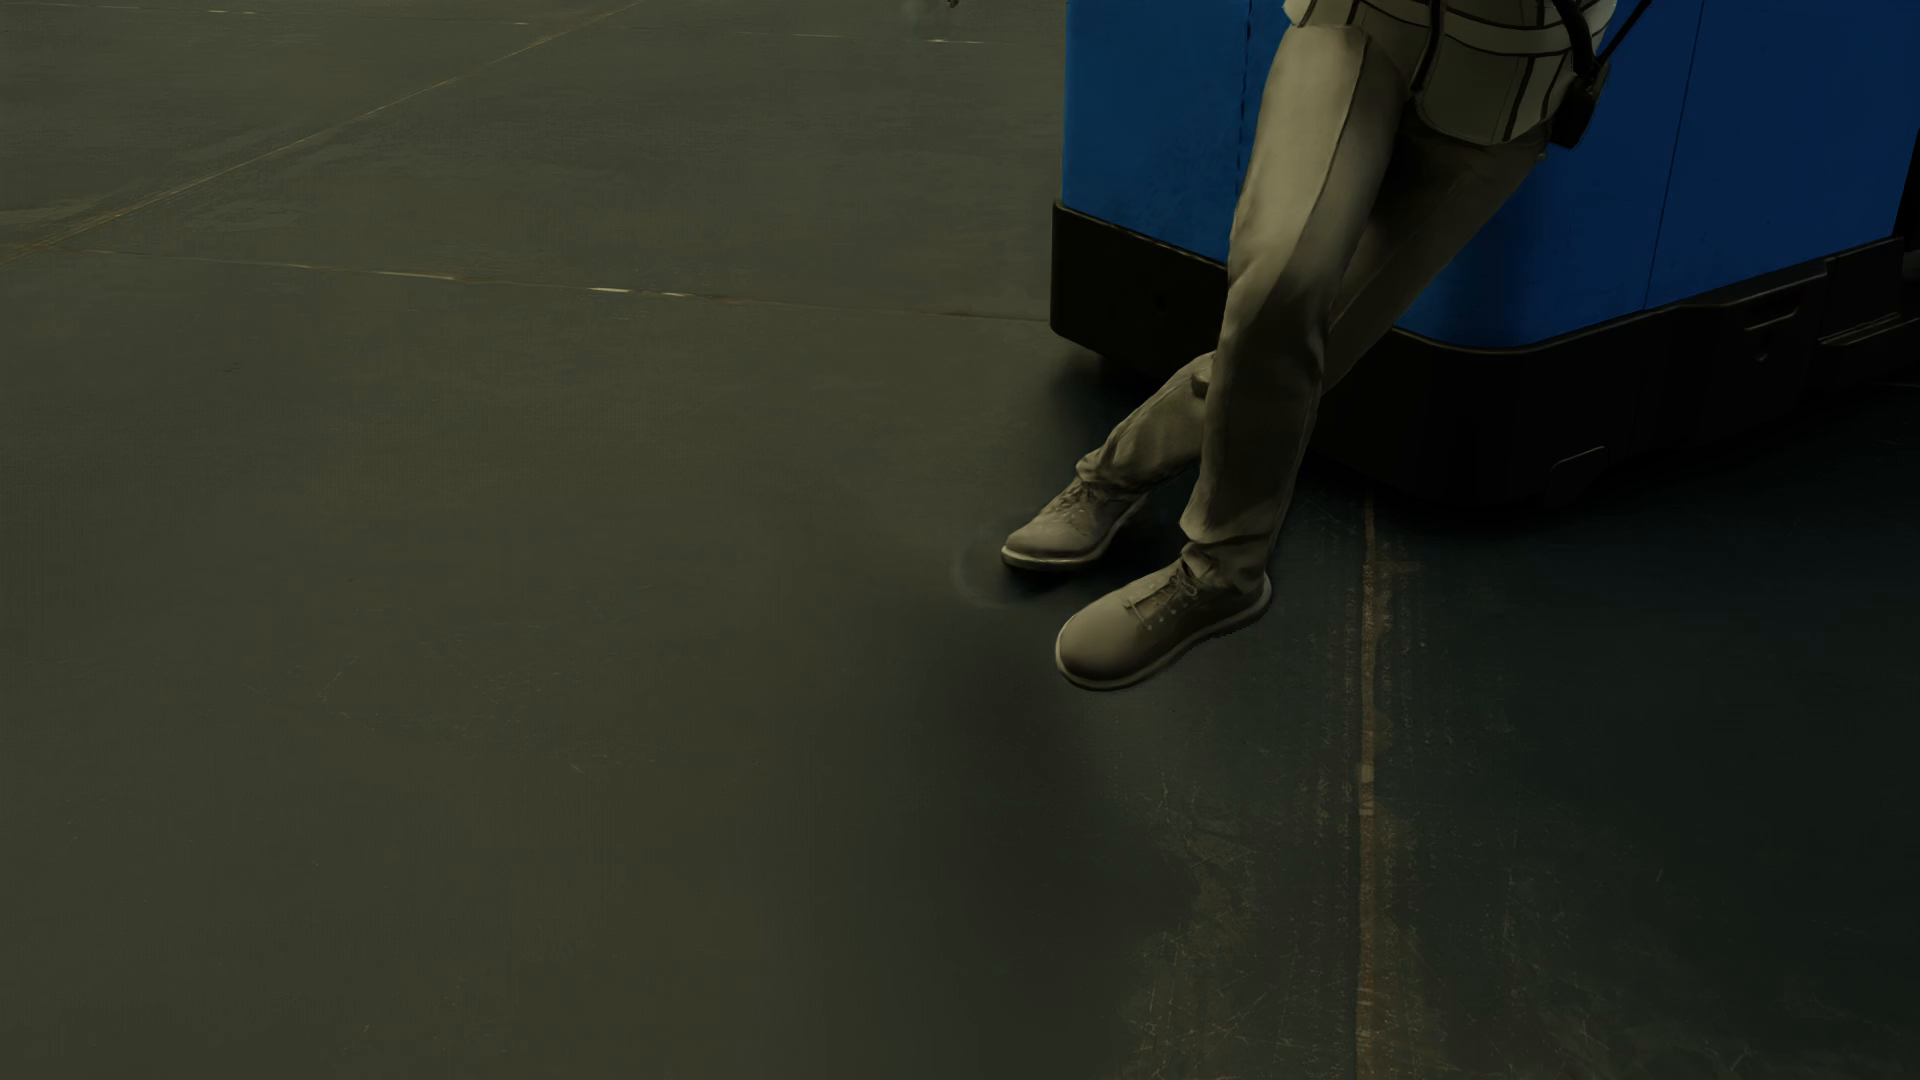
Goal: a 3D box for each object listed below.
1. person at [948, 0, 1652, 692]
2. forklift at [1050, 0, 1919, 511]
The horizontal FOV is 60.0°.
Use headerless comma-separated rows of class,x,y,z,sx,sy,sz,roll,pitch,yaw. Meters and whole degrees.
person,0.360,-0.466,1.822,0.916,1.432,0.836,12,29,22
forklift,1.672,-1.855,2.924,3.031,2.935,1.130,-17,32,-31
